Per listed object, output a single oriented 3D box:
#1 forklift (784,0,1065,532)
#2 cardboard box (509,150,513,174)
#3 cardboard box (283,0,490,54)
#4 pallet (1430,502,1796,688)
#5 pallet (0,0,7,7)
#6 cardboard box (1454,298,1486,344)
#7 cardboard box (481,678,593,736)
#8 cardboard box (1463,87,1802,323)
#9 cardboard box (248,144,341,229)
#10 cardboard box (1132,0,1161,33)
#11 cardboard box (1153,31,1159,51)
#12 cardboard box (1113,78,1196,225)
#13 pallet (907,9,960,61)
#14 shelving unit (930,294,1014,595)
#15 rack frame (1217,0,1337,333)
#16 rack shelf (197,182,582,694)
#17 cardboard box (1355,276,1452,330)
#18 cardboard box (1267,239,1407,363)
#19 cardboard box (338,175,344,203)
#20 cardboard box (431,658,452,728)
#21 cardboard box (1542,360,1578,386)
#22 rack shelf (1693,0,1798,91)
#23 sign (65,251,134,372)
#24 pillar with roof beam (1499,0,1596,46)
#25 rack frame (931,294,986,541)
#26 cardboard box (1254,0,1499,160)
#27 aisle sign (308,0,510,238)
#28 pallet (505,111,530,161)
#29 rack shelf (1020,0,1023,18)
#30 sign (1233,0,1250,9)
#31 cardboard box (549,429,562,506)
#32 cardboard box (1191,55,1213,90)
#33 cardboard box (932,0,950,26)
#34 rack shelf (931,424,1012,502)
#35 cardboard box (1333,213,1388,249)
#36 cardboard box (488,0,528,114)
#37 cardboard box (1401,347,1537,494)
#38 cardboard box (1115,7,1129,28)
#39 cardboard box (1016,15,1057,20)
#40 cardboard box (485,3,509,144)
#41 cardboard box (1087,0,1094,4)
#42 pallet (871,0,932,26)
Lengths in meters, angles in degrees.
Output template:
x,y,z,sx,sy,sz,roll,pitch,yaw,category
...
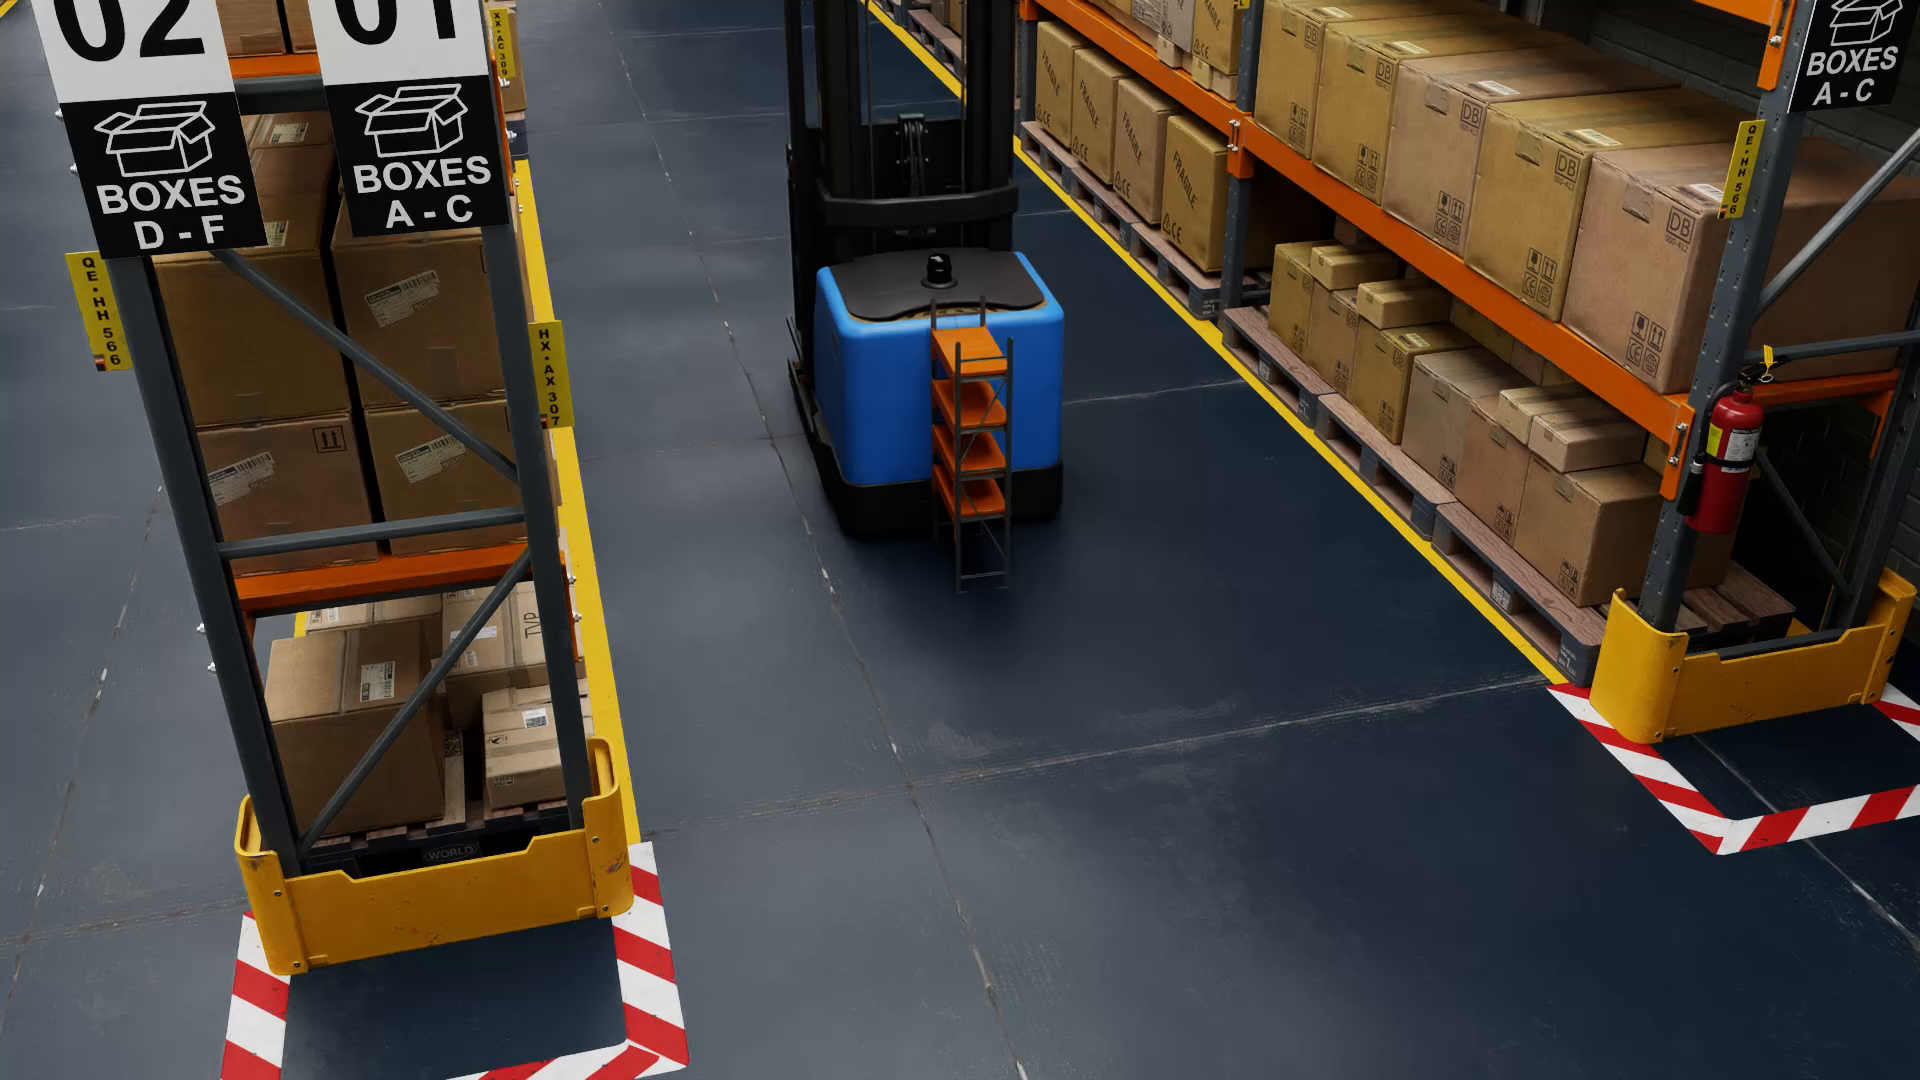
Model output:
x,y,z,sx,sy,sz,roll,pitch,yaw,category
-0.330,-2.030,8.331,1.130,2.935,3.031,-6,31,-11,forklift
-2.084,-1.287,6.880,0.500,0.500,0.500,-7,31,-12,cardboard box
-1.570,-1.531,4.557,0.500,0.250,0.500,-8,31,-13,cardboard box
2.809,0.155,7.272,1.003,0.211,1.213,-8,31,-13,pallet
-10.426,-5.457,16.966,1.003,0.211,1.213,-8,31,-13,pallet
2.635,-1.083,8.055,0.380,0.149,0.250,-8,31,-14,cardboard box
-1.525,0.651,6.020,0.380,0.166,0.250,-8,31,-13,cardboard box
2.747,-1.401,6.877,0.980,0.700,0.700,-8,31,-14,cardboard box
-2.197,-0.914,5.238,0.500,0.500,0.500,-7,31,-12,cardboard box
1.399,-3.467,10.330,0.500,0.500,0.500,-8,31,-13,cardboard box
1.429,-3.131,10.395,0.380,0.149,0.250,-8,31,-13,cardboard box
1.498,-2.585,10.949,0.750,0.750,0.750,-7,31,-12,cardboard box
0.119,-4.890,15.987,1.003,0.211,1.213,-8,31,-13,pallet
0.046,-0.412,7.264,0.258,1.200,0.503,-6,31,-11,shelving unit
2.035,-2.608,9.262,1.000,3.000,0.127,-8,31,-13,rack frame
-2.210,-0.671,6.633,1.077,0.370,4.000,-8,31,-13,rack shelf
2.188,-1.173,8.210,0.380,0.149,0.250,-9,31,-15,cardboard box
2.134,-1.334,9.136,0.700,0.500,0.500,-7,31,-13,cardboard box
-1.688,-0.993,5.373,0.500,0.500,0.500,-8,31,-13,cardboard box
-2.081,0.582,6.139,0.380,0.166,0.250,-8,31,-13,cardboard box
2.839,-0.714,7.417,0.380,0.149,0.250,-8,31,-13,cardboard box
2.565,-2.629,7.022,1.077,0.370,4.000,-8,31,-13,rack shelf
-2.219,-0.590,4.303,0.100,0.325,0.005,-8,31,-13,sign
-1.096,-4.409,6.385,9.100,9.000,0.400,-8,31,-13,pillar with roof beam
-0.007,-0.531,7.470,0.240,1.200,0.015,-6,31,-11,rack frame
2.163,-2.474,8.731,0.980,0.700,0.700,-7,31,-13,cardboard box
-1.378,-1.147,4.143,0.394,0.787,0.004,-8,31,-13,aisle sign
-2.847,-2.265,8.861,1.003,0.211,1.213,-8,31,-13,pallet
0.442,-5.195,14.449,1.077,0.370,4.000,-8,31,-13,rack shelf
1.514,-2.998,8.859,0.100,0.325,0.005,-8,31,-13,sign
-2.117,-0.375,7.648,0.500,0.311,0.500,-8,31,-13,cardboard box
1.582,-2.753,9.742,0.380,0.149,0.250,-7,31,-12,cardboard box
0.123,-5.228,15.843,0.700,0.500,0.500,-7,31,-12,cardboard box
0.046,-0.354,7.298,0.258,0.148,0.480,-6,31,-11,rack shelf
2.287,-1.711,9.140,0.380,0.149,0.250,-8,31,-14,cardboard box
-2.651,-2.432,8.438,0.700,0.500,0.500,-19,35,-30,cardboard box
2.547,-0.586,7.844,0.700,0.500,0.500,-9,31,-15,cardboard box
1.255,-3.511,11.053,0.380,0.149,0.250,-8,31,-13,cardboard box
0.707,-4.254,14.161,0.700,0.500,0.500,-8,31,-13,cardboard box
-2.218,-1.967,7.056,0.500,0.500,0.500,-8,31,-14,cardboard box
1.070,-3.883,11.695,0.380,0.149,0.250,-8,31,-14,cardboard box
-0.301,-5.585,17.189,1.003,0.211,1.213,-8,31,-13,pallet
